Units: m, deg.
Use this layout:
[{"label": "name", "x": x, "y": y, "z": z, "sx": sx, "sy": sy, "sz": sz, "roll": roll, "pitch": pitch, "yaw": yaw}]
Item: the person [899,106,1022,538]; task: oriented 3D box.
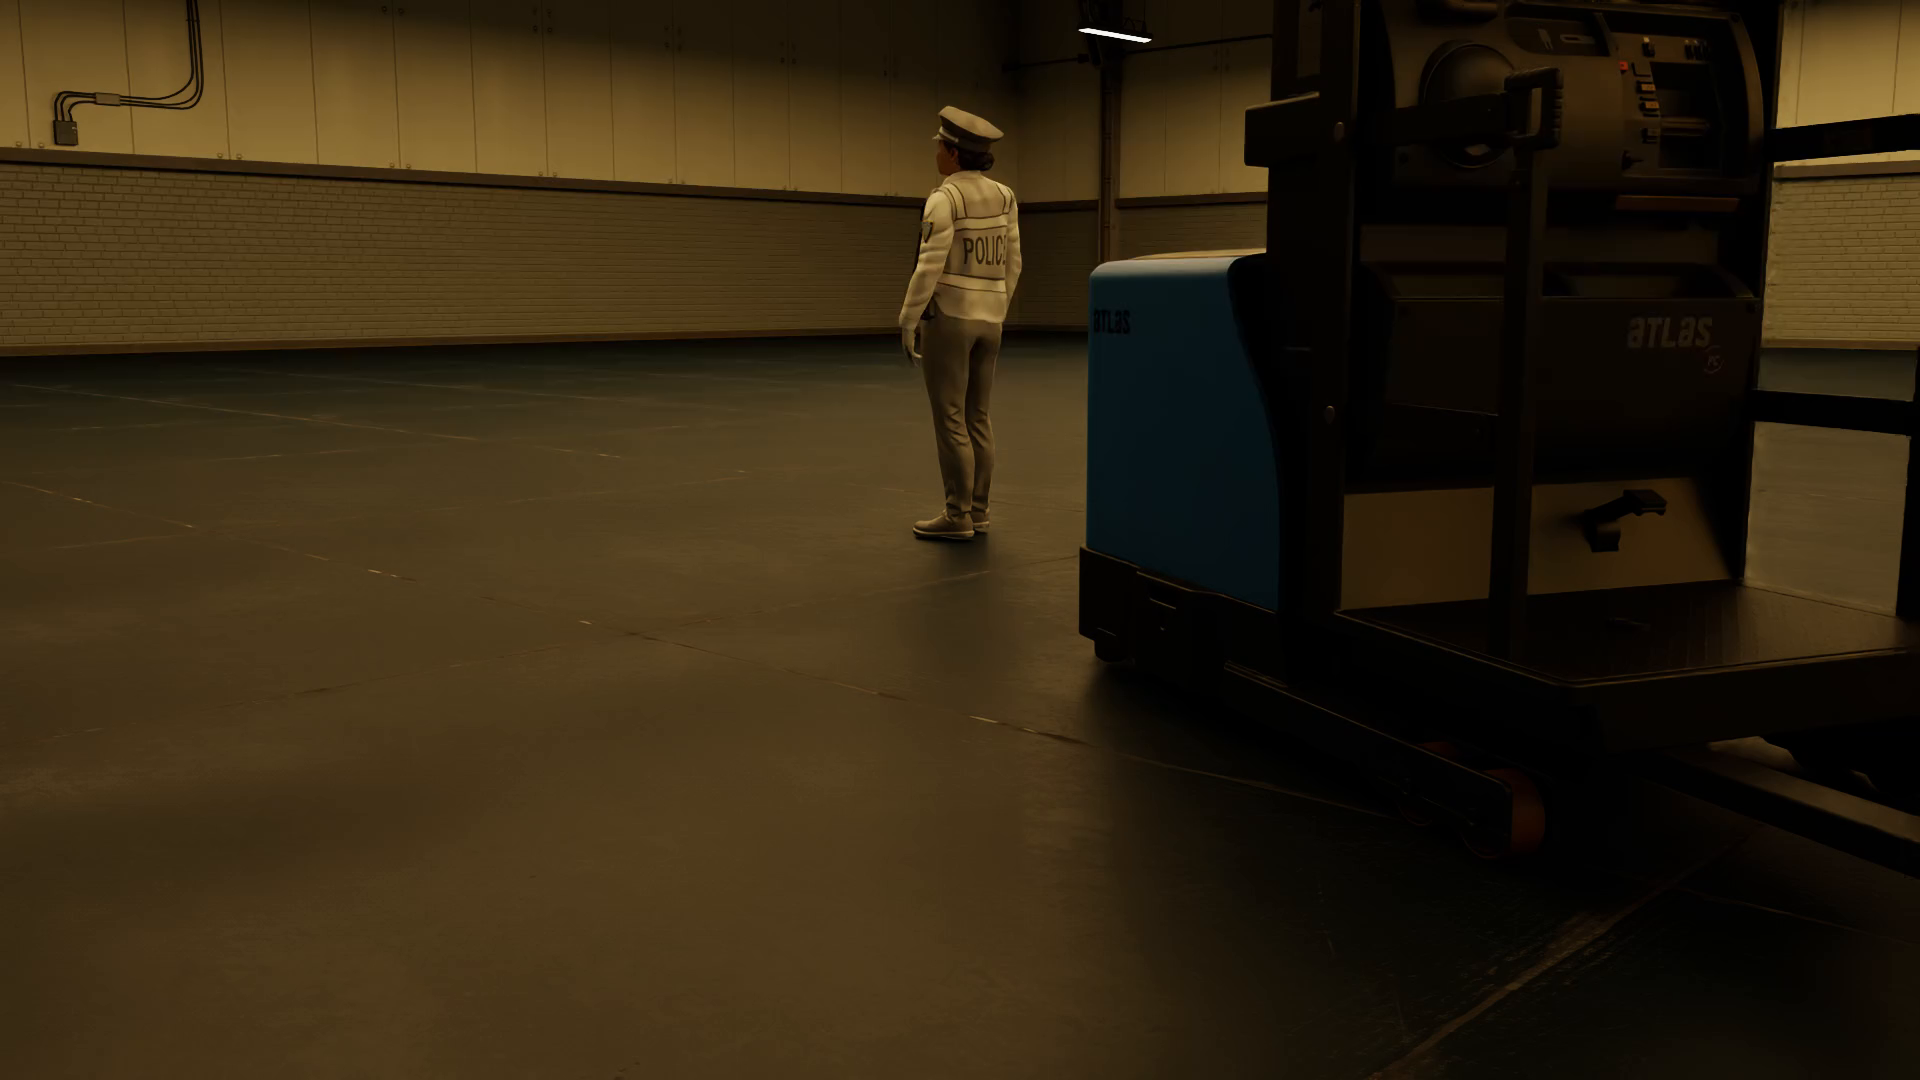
[{"label": "person", "x": -0.044, "y": -0.853, "z": 6.641, "sx": 0.534, "sy": 1.696, "sz": 0.587, "roll": 8, "pitch": 12, "yaw": 43}]

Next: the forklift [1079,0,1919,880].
[{"label": "forklift", "x": 1.326, "y": -0.950, "z": 3.185, "sx": 1.130, "sy": 2.935, "sz": 3.031, "roll": -3, "pitch": 9, "yaw": -21}]
